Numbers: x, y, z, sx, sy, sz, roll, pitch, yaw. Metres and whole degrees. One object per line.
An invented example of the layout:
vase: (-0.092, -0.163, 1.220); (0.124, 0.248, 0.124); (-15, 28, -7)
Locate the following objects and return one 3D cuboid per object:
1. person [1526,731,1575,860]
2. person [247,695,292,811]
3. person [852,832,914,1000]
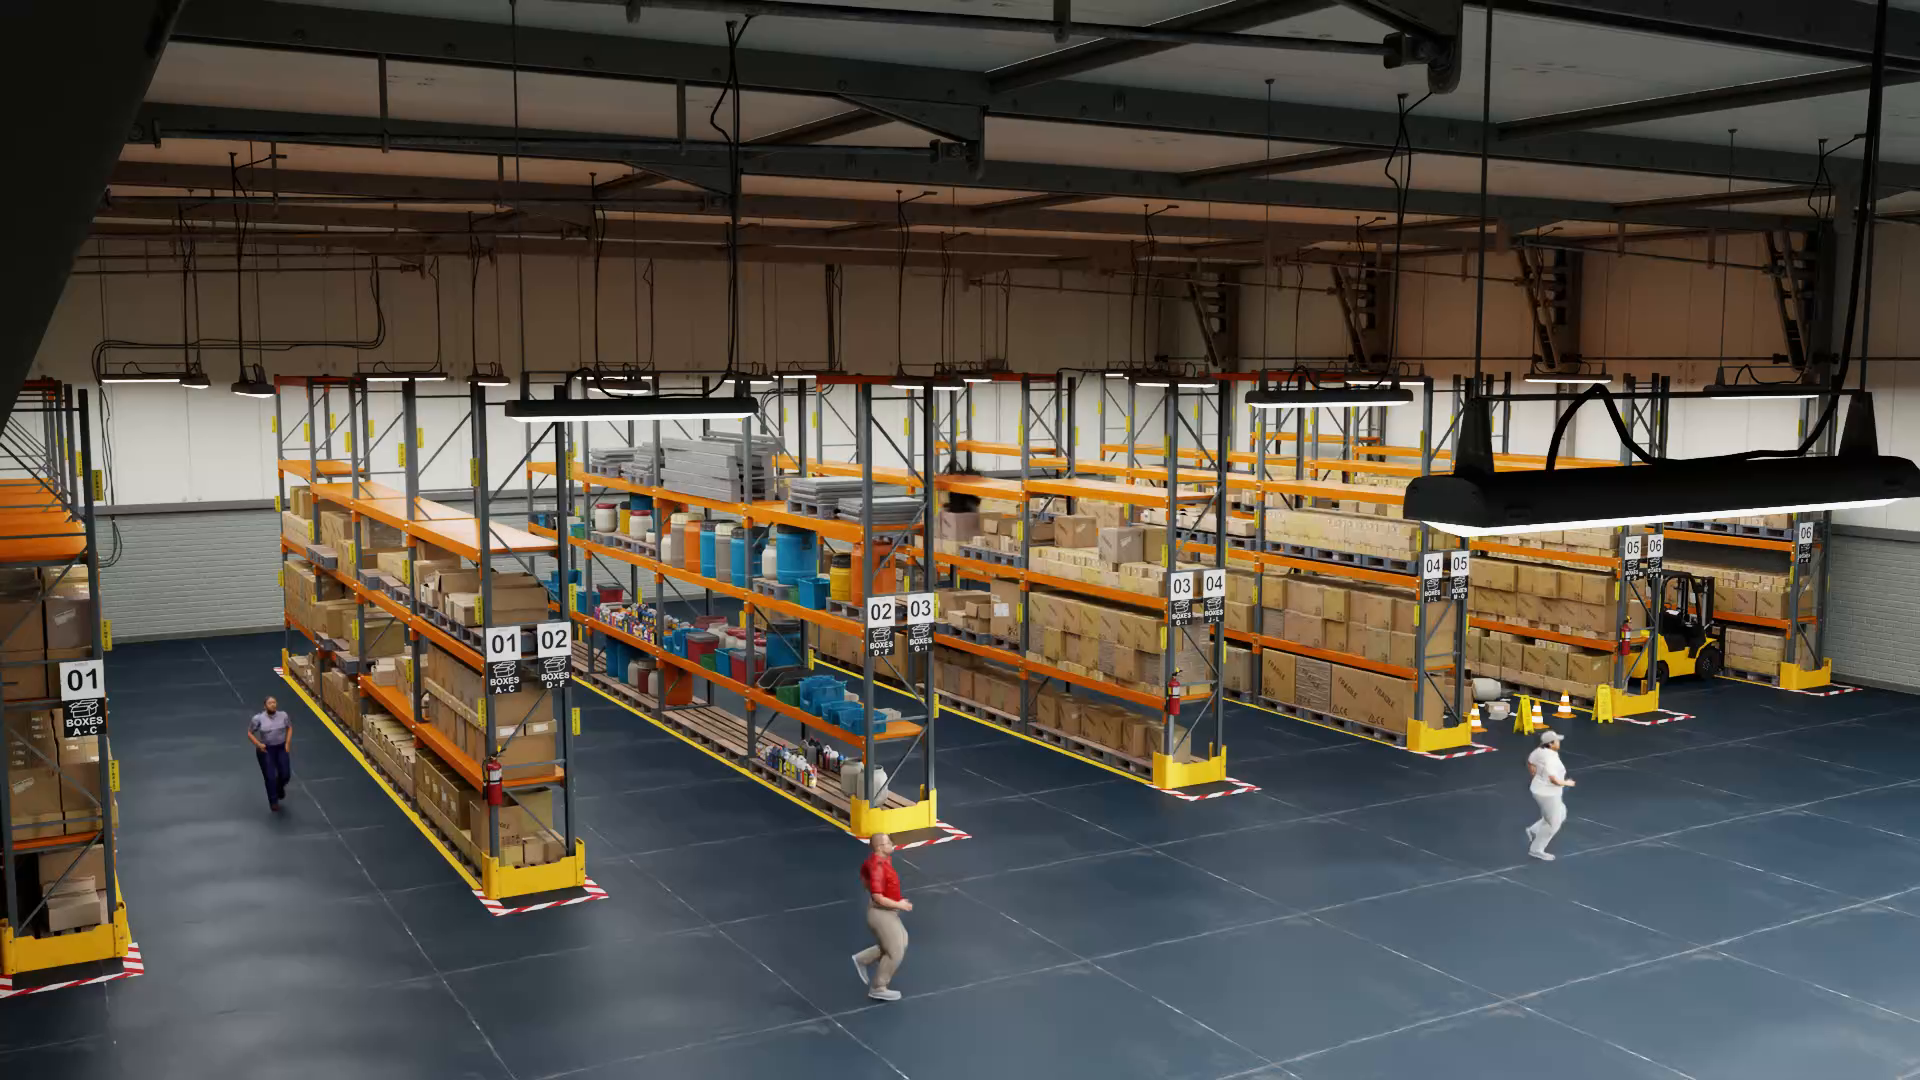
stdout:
person: (7.492, 3.226, 21.055); (0.522, 1.624, 0.657); (0, 6, 4)
person: (-9.698, 2.982, 23.409); (0.613, 1.618, 0.551); (-4, 8, -35)
person: (-0.766, 3.711, 16.431); (0.599, 1.685, 0.664); (-1, 6, -8)
